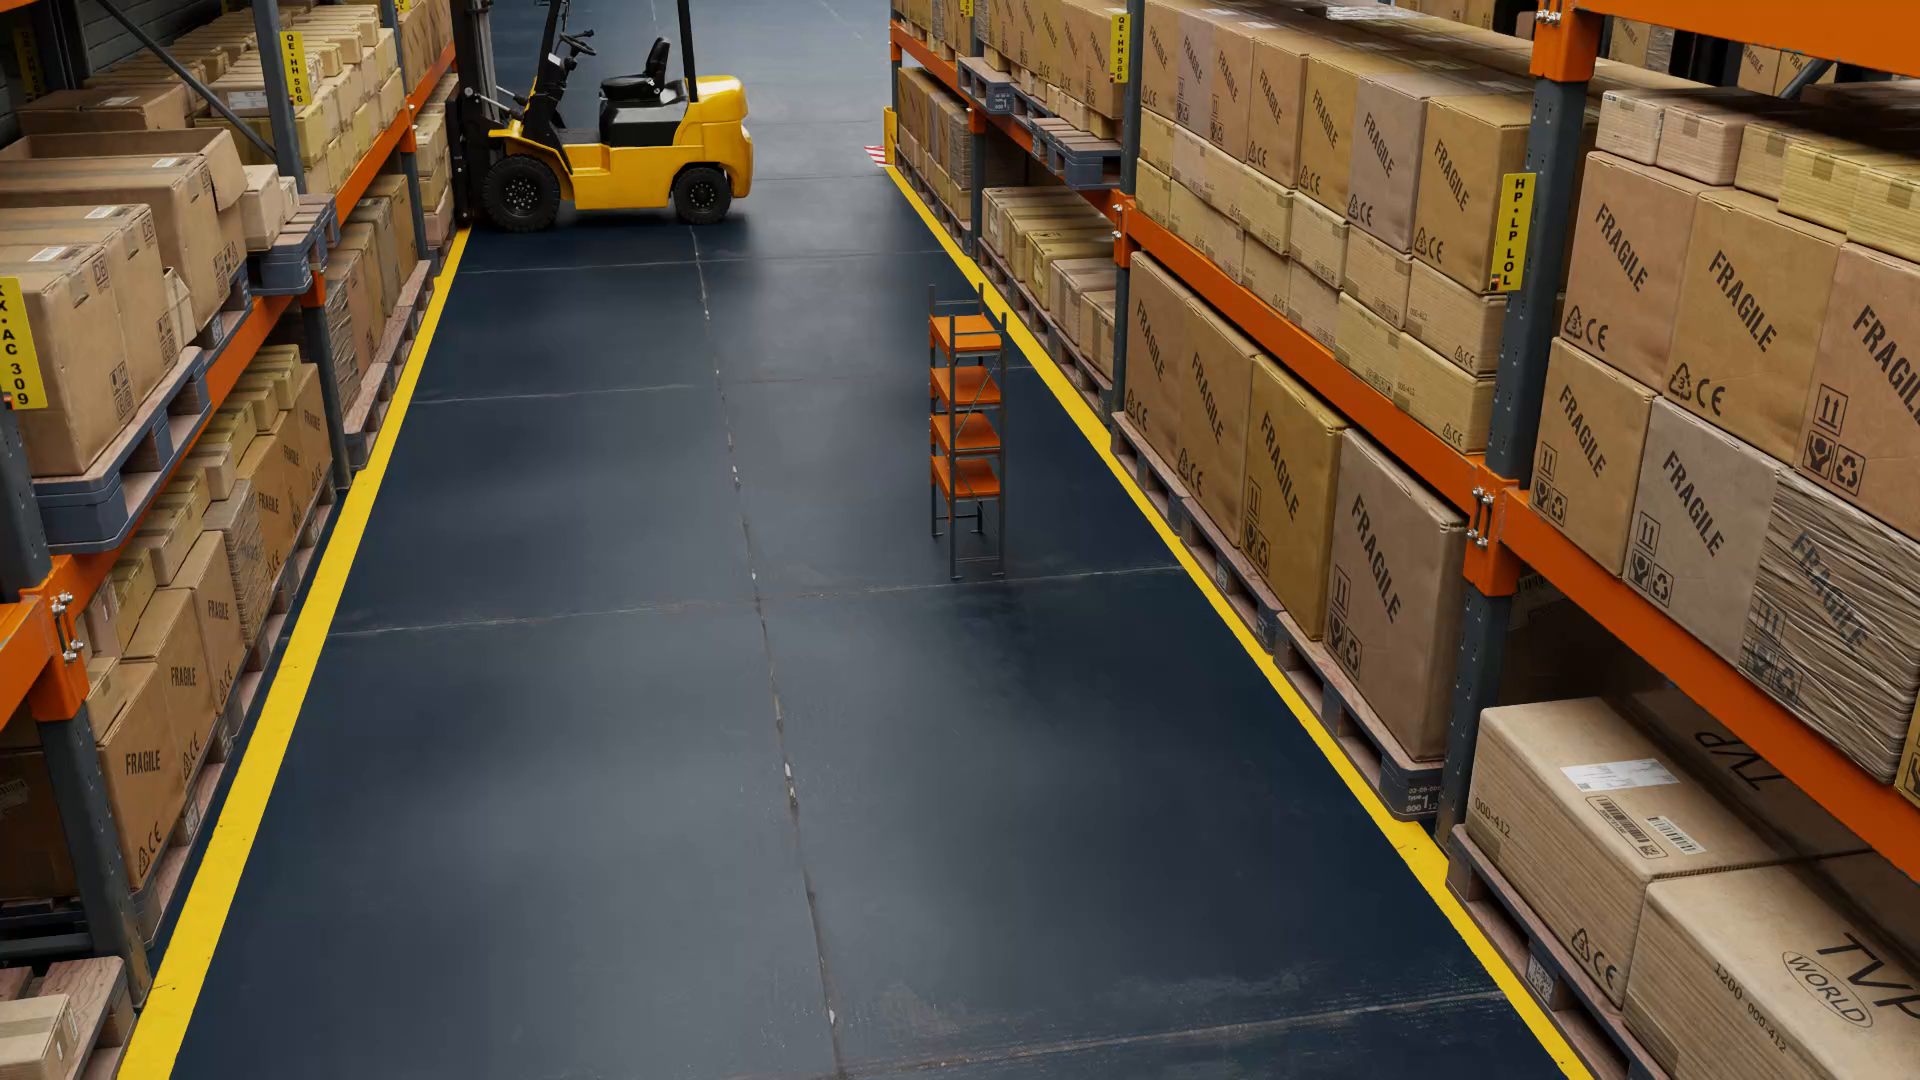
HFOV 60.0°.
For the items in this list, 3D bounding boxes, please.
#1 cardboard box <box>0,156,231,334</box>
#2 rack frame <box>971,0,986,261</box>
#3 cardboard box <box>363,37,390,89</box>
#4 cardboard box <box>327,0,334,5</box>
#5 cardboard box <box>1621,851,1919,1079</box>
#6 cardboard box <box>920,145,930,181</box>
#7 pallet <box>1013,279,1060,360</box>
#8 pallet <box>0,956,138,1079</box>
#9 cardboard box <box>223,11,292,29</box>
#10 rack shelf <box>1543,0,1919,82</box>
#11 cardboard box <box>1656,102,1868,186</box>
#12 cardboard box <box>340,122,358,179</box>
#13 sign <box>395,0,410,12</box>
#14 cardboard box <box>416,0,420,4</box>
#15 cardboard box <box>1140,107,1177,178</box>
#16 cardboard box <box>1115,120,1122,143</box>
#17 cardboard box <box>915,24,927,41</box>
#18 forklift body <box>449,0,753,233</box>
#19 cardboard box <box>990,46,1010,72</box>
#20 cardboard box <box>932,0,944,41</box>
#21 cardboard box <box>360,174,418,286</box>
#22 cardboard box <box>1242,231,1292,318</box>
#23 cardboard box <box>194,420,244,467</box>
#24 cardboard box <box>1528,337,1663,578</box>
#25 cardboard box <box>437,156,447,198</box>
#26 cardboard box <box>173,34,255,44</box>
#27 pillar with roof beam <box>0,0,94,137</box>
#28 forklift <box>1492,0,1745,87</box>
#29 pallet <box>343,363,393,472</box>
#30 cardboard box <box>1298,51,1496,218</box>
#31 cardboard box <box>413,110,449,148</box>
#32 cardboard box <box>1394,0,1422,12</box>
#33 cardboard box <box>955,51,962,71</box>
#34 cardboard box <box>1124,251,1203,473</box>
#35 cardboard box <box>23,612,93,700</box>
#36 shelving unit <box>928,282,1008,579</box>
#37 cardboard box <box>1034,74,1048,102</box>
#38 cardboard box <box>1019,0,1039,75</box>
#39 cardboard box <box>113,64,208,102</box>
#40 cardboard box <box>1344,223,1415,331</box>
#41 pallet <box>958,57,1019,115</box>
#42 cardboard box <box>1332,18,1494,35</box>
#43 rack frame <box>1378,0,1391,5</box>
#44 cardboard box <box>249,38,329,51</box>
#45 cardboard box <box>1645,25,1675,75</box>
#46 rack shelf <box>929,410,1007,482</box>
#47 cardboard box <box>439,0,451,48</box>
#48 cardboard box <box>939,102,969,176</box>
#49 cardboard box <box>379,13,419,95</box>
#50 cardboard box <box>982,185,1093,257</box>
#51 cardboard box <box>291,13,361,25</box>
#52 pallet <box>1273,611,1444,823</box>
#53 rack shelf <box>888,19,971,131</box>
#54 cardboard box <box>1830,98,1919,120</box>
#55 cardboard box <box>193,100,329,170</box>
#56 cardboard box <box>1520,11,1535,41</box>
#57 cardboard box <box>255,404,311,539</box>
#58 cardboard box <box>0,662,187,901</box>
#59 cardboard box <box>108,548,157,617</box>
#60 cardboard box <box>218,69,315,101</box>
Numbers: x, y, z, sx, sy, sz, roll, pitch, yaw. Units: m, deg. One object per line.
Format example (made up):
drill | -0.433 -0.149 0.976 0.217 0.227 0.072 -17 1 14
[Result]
cardboard box | -2.925 -0.988 5.615 0.700 0.500 0.500 -4 24 -10
rack frame | 0.584 -3.546 12.121 1.000 3.000 0.127 -4 24 -10
cardboard box | -3.849 -2.962 10.346 0.500 0.250 0.500 -5 24 -11
cardboard box | -4.767 -4.032 12.299 0.380 0.149 0.250 -4 24 -8
cardboard box | 2.240 1.189 3.956 0.875 0.438 0.875 -5 24 -11
cardboard box | -0.078 -3.299 14.467 0.500 0.250 0.500 -3 24 -6
pallet | 0.958 -1.481 10.878 1.003 0.211 1.213 -4 24 -10
pallet | -2.688 1.518 4.012 1.003 0.211 1.213 -4 24 -10
cardboard box | -4.442 -3.257 10.524 0.380 0.149 0.250 -5 24 -12
rack shelf | 2.433 -0.658 2.659 1.077 0.370 4.000 -4 24 -10
cardboard box | 1.929 -0.958 4.010 0.380 0.149 0.250 -4 24 -9
cardboard box | -3.586 -2.128 9.062 0.500 0.250 0.500 -5 24 -11
sign | -3.762 -3.715 11.162 0.100 0.325 0.005 -4 24 -10
cardboard box | -4.239 -4.073 12.393 0.380 0.149 0.250 -5 24 -10
cardboard box | 1.174 -1.915 7.951 0.500 0.250 0.500 -4 24 -10
cardboard box | 1.031 -2.162 8.741 0.380 0.149 0.250 -3 24 -8
cardboard box | -0.184 -4.444 14.492 0.380 0.149 0.250 -4 24 -8
forklift body | -2.890 -3.751 13.651 2.313 2.155 1.214 -4 24 -10
cardboard box | 0.413 -3.284 11.310 0.380 0.149 0.250 -4 24 -9
cardboard box | 0.055 -4.290 13.329 0.500 0.500 0.500 -4 24 -8
cardboard box | -4.186 -2.077 11.200 0.875 0.625 0.625 -3 24 -7
cardboard box | 1.465 -1.092 6.689 0.500 0.250 0.500 -4 24 -10
cardboard box | -3.077 -0.355 6.604 0.380 0.149 0.250 -5 24 -11
cardboard box | 1.892 -0.241 4.430 0.500 0.500 0.500 -4 24 -8
cardboard box | -4.175 -2.750 12.584 0.500 0.250 0.500 -4 24 -10
cardboard box | -4.203 -2.763 9.393 0.380 0.149 0.250 -4 24 -9
pillar with roof beam | -0.450 -5.118 8.225 9.100 9.000 0.400 -4 24 -10
forklift | 2.947 -1.797 8.202 1.130 2.935 3.031 -4 24 -8
pallet | -3.668 -0.653 8.981 1.003 0.211 1.213 -4 24 -10
cardboard box | 1.556 -1.464 5.981 0.500 0.500 0.500 -4 24 -8
cardboard box | -4.263 -3.178 12.940 0.500 0.250 0.500 -3 24 -8
cardboard box | 4.803 -5.452 16.297 0.875 0.550 0.550 -4 24 -10
cardboard box | 0.172 -3.632 12.633 0.380 0.149 0.250 -4 24 -9
cardboard box | 1.369 -0.914 8.224 0.875 0.875 0.875 -5 24 -10
cardboard box | -2.679 0.333 4.657 0.380 0.149 0.250 -5 24 -11
shelving unit | 0.031 -0.485 7.361 0.258 1.200 0.503 -4 24 -10
cardboard box | 0.667 -2.765 10.123 0.380 0.149 0.250 -5 24 -11
cardboard box | 0.665 -3.121 10.128 0.500 0.500 0.500 -5 24 -12
cardboard box | -3.959 -2.261 8.244 0.380 0.149 0.250 -4 24 -10
cardboard box | 1.643 -0.911 5.651 0.500 0.250 0.500 -4 24 -8
pallet | 0.582 -3.147 11.447 1.003 0.211 1.213 -4 24 -10
cardboard box | 1.864 -1.896 6.968 0.500 0.500 0.500 -4 24 -10
rack frame | 4.690 -5.525 16.654 1.000 3.000 0.127 -4 24 -10
cardboard box | -3.716 -2.696 9.240 0.380 0.149 0.250 -4 24 -10
cardboard box | 5.356 -3.573 12.057 0.500 0.500 0.500 -4 24 -9
rack shelf | 0.031 -0.423 7.388 0.258 0.148 0.480 -4 24 -10
cardboard box | -4.598 -4.417 13.992 0.500 0.500 0.500 -4 24 -8
cardboard box | 0.115 -3.235 13.383 0.500 0.500 0.500 -4 24 -9
cardboard box | -4.119 -3.417 11.701 0.500 0.500 0.500 -5 24 -11
cardboard box | 0.683 -2.328 12.091 0.950 0.372 0.625 -4 24 -9
cardboard box | -3.953 -3.202 10.398 0.380 0.149 0.250 -4 24 -10
pallet | 1.846 0.581 6.157 1.003 0.211 1.213 -4 24 -10
rack shelf | 0.214 -4.003 14.067 1.077 0.370 4.000 -4 24 -10
cardboard box | 2.375 -0.991 4.087 0.380 0.149 0.250 -4 24 -8
cardboard box | -3.372 -1.959 8.050 0.500 0.250 0.500 -4 24 -10
cardboard box | 5.226 -4.380 13.843 0.875 0.550 0.550 -4 24 -10
cardboard box | -3.182 -0.303 7.294 0.500 0.500 0.500 -5 24 -11
cardboard box | -2.683 0.716 4.962 0.500 0.500 0.500 -3 24 -7
cardboard box | -2.869 0.154 5.437 0.380 0.149 0.250 -5 24 -11
cardboard box | -3.374 -2.199 8.102 0.380 0.149 0.250 -4 24 -9
